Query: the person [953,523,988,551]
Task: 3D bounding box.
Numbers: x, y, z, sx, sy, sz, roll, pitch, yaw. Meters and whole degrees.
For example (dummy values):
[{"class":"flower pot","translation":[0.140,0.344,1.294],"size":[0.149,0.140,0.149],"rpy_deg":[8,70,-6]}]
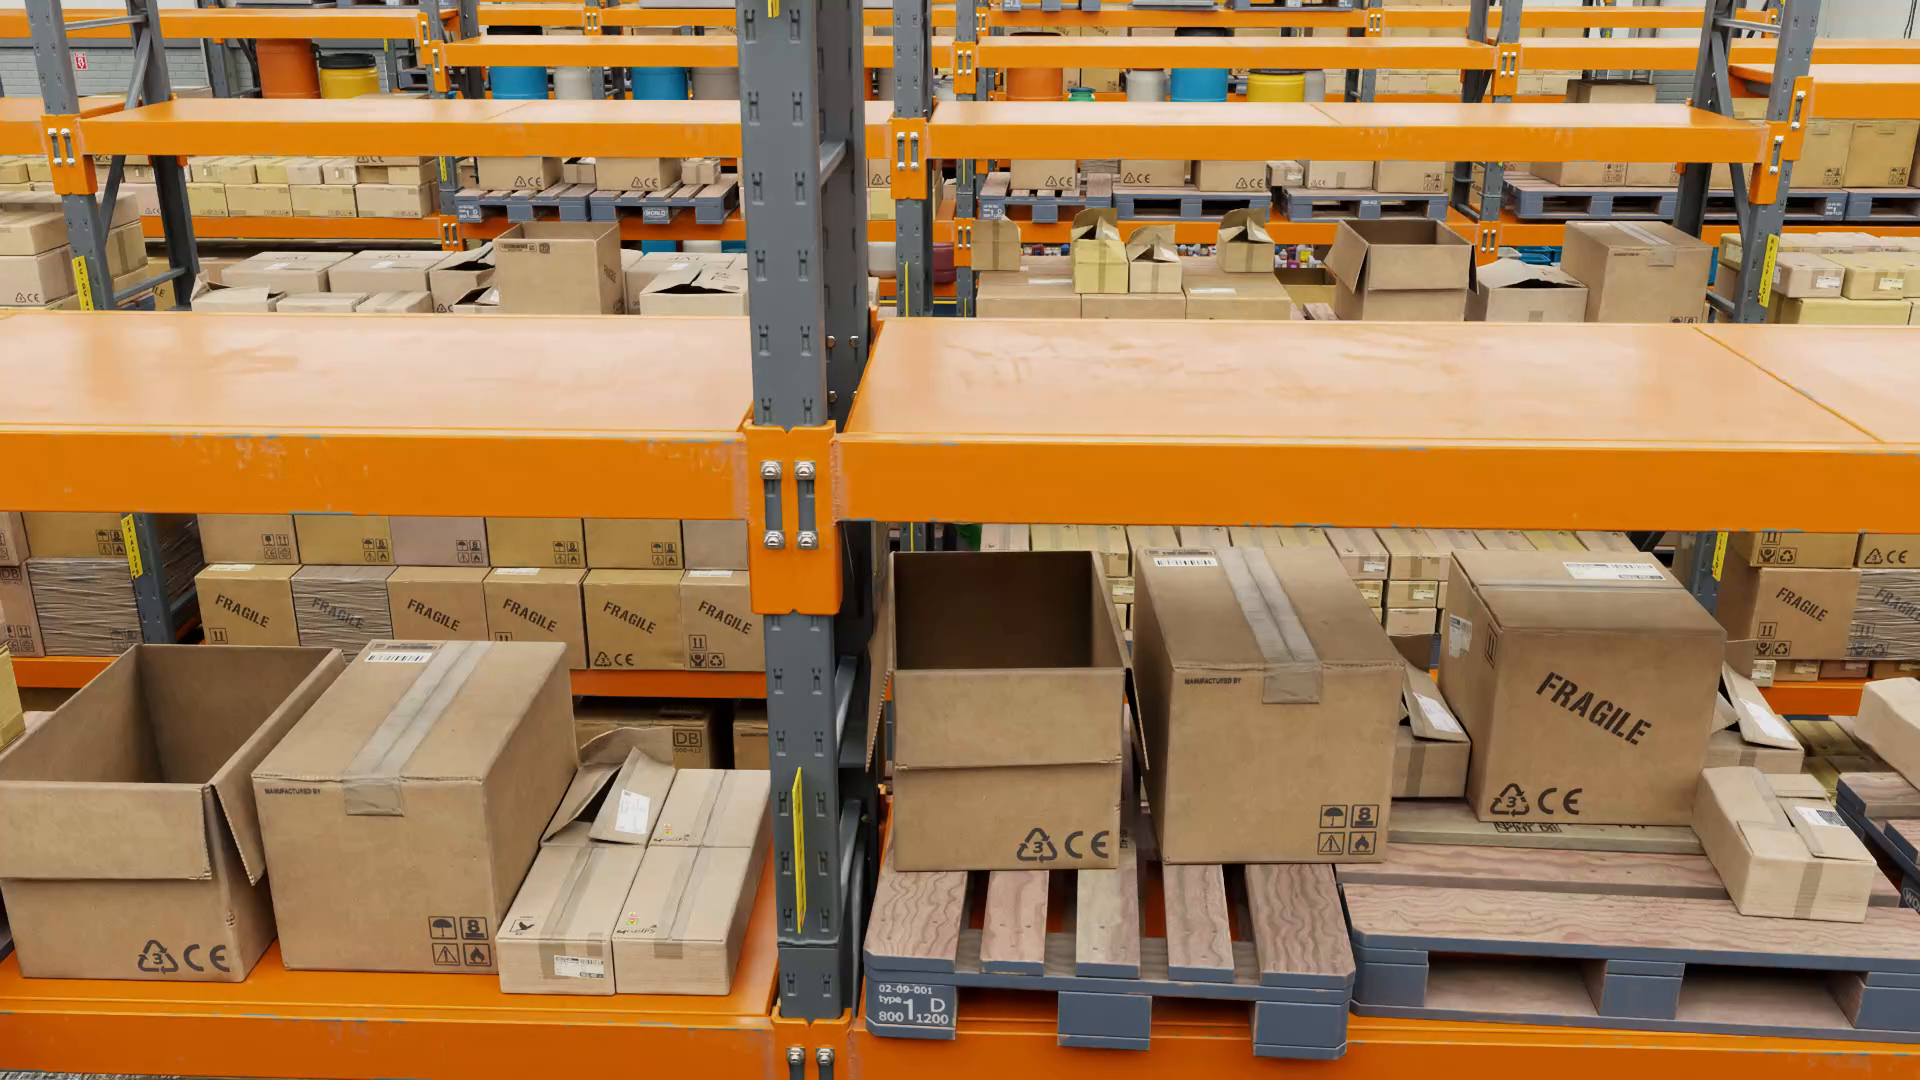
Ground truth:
[{"class":"person","translation":[0.386,0.069,12.500],"size":[0.965,1.083,0.499],"rpy_deg":[0,21,-1]}]
